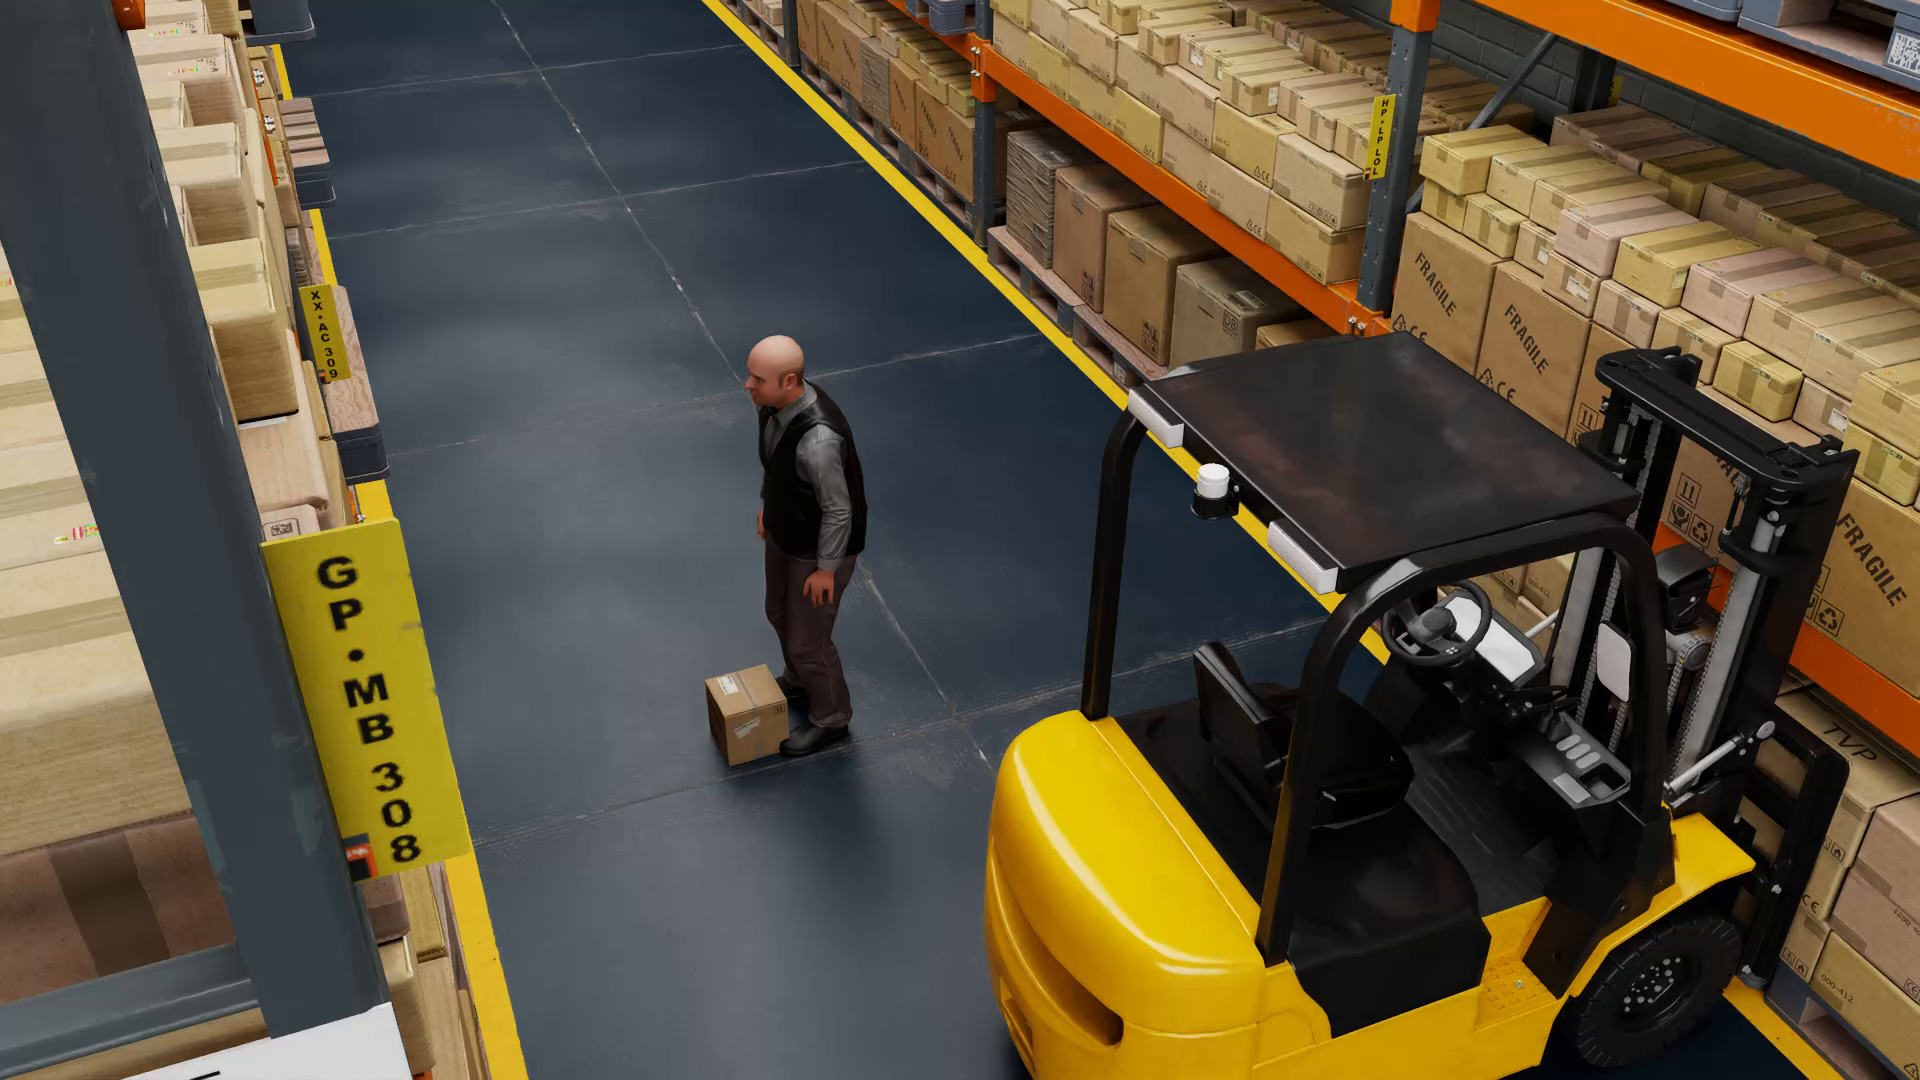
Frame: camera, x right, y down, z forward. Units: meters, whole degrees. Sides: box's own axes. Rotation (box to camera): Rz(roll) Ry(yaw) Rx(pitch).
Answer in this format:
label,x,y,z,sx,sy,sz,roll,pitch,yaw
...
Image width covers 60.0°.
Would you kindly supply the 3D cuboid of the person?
label,x,y,z,sx,sy,sz,roll,pitch,yaw
person,-0.566,0.004,6.157,0.421,1.720,0.593,-15,36,-22
